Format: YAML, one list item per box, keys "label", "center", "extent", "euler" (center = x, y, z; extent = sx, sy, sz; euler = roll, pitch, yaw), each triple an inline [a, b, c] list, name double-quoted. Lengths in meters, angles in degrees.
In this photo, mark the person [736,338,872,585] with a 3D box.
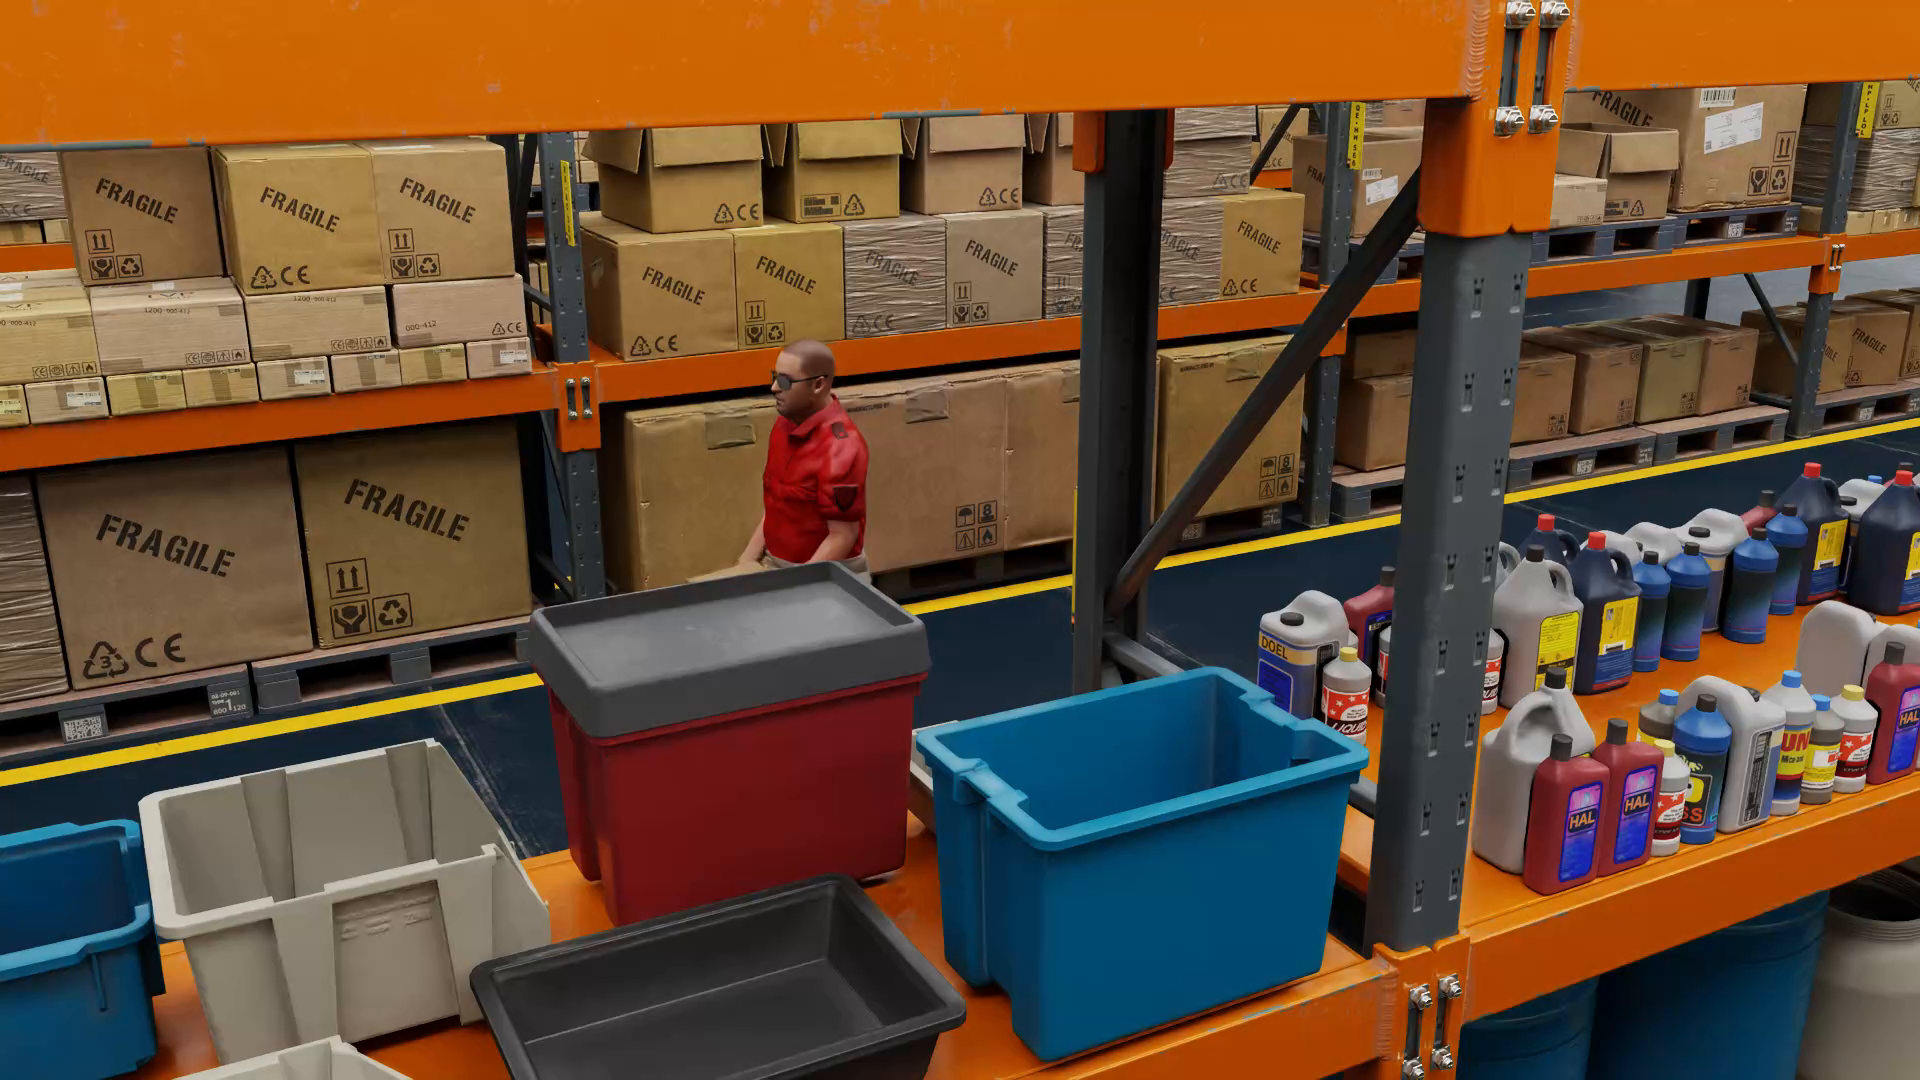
- label: "person"
  center: [-0.533, 0.194, 5.484]
  extent: [0.458, 1.733, 0.533]
  euler: [-10, 21, -28]
